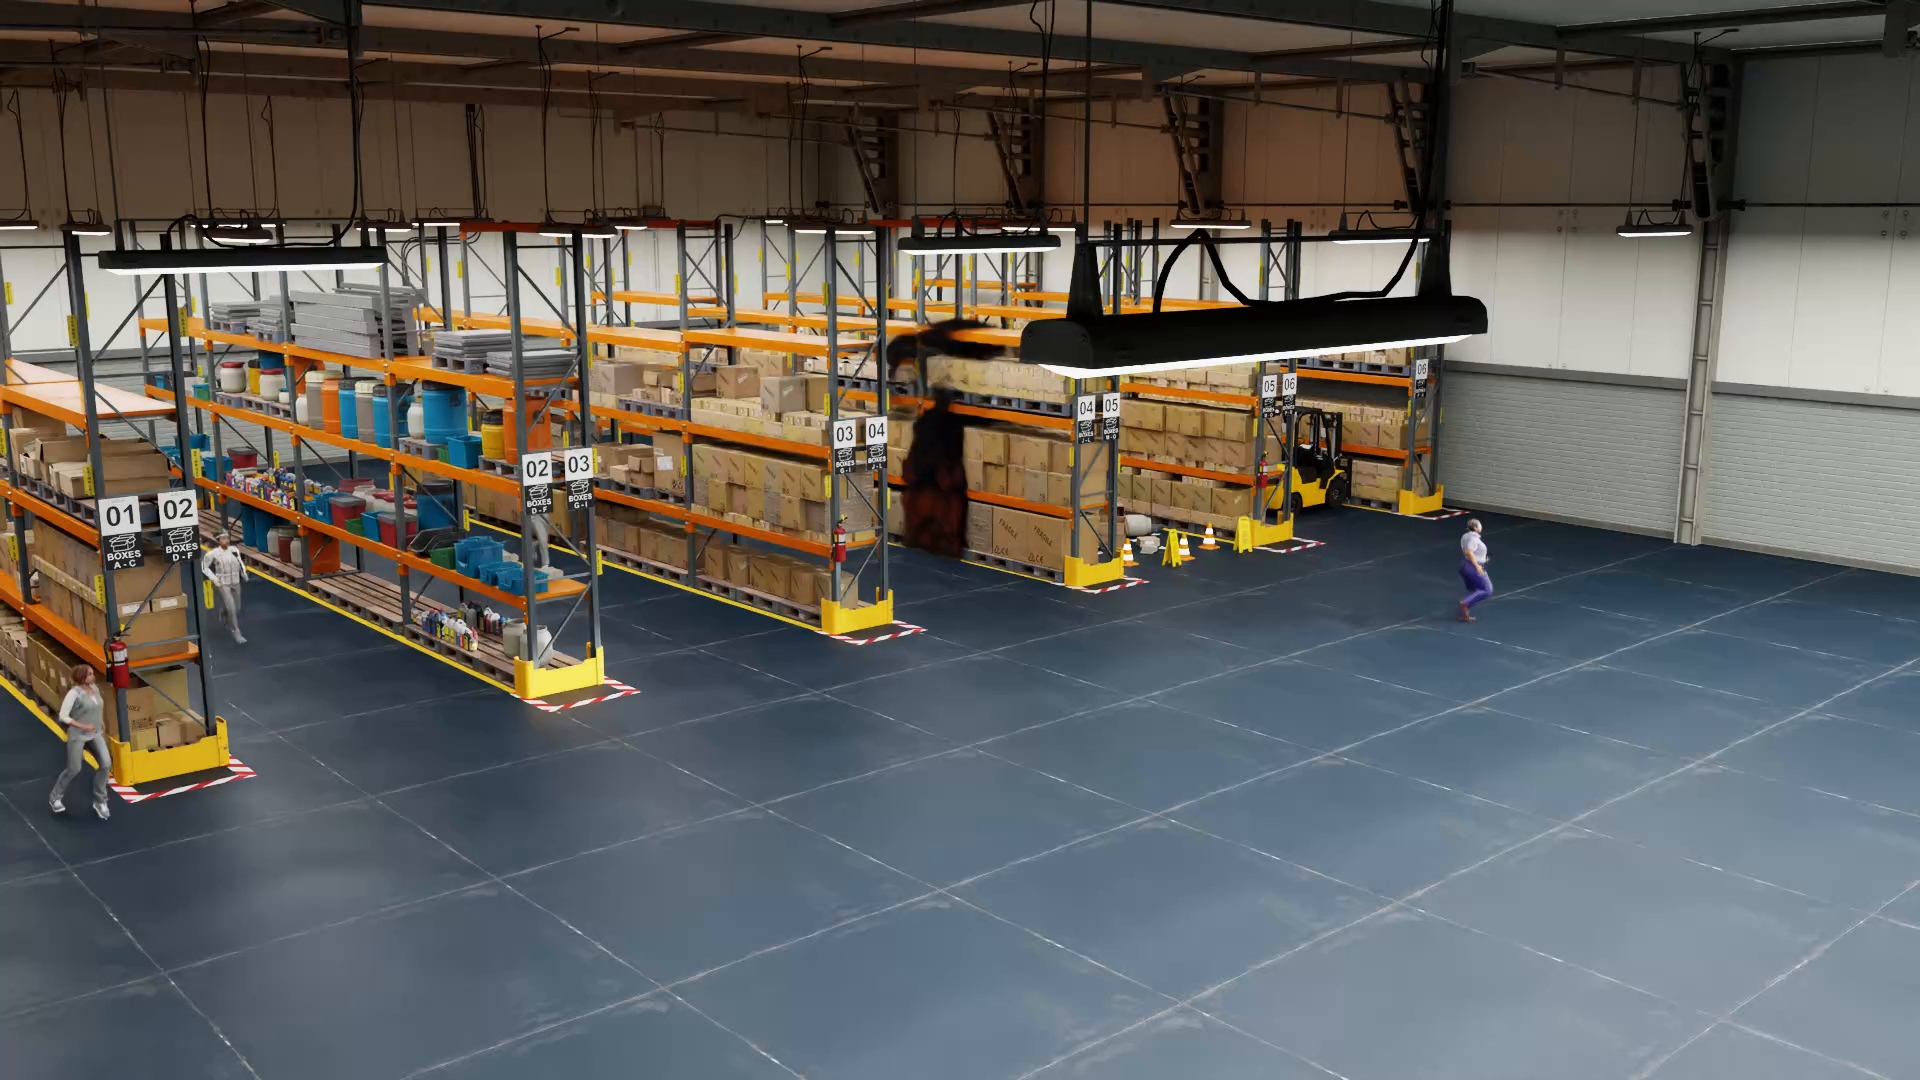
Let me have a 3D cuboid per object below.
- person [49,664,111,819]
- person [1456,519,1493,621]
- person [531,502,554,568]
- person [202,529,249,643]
[{"bbox_3d":[-9.209,2.096,17.517,0.706,1.610,0.609,4,12,21],"label":"person"},{"bbox_3d":[7.914,0.467,25.549,0.541,1.594,0.604,-1,11,-6],"label":"person"},{"bbox_3d":[-7.422,-0.325,29.338,0.563,1.666,0.802,-8,14,-35],"label":"person"},{"bbox_3d":[-10.804,0.656,24.475,0.739,1.684,0.618,9,15,38],"label":"person"}]
